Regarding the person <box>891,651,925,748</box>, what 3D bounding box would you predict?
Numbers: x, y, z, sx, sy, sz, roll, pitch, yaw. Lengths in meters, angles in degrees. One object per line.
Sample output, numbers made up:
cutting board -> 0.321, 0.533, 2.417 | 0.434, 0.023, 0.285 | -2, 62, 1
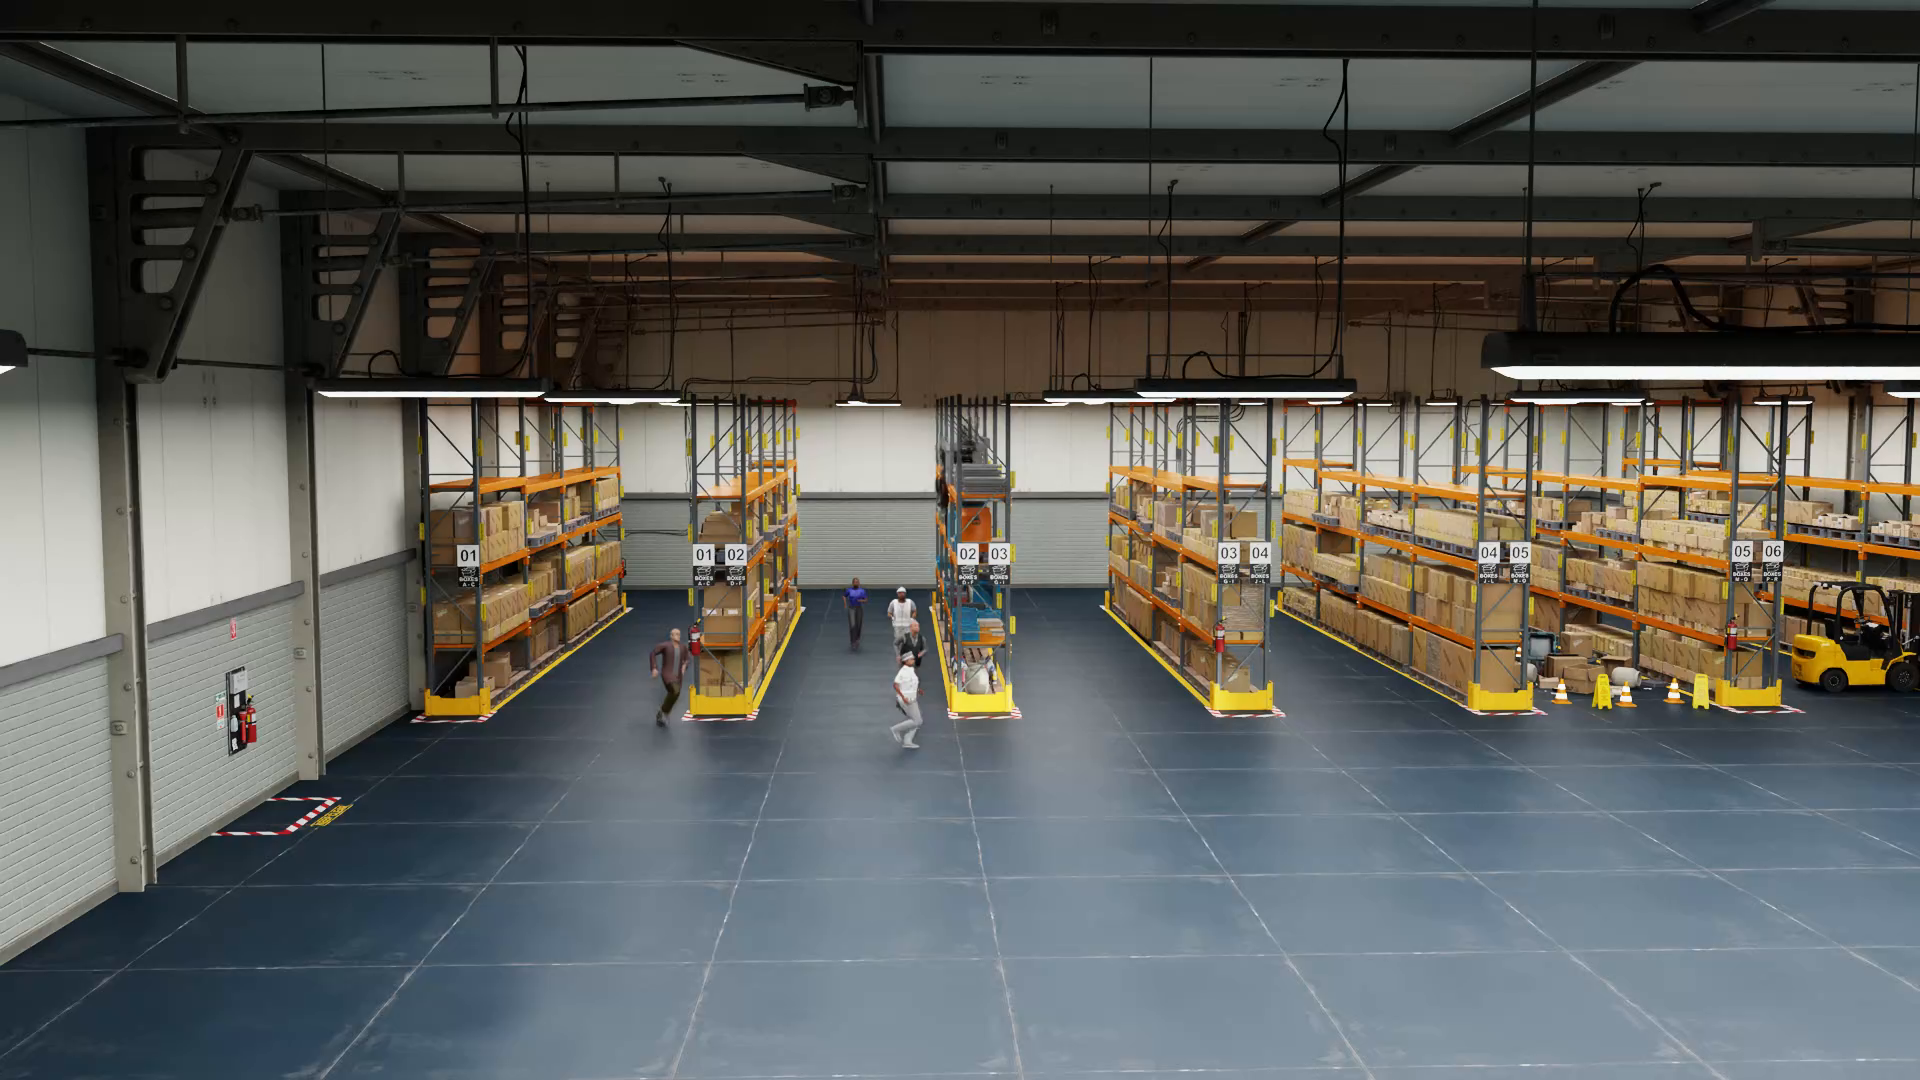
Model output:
person -> -0.870, 2.691, 28.052 | 0.566, 1.654, 0.588 | 1, 5, 12

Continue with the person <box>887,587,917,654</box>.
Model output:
person -> -1.284, 1.926, 37.092 | 0.669, 1.737, 0.589 | 0, 5, -4

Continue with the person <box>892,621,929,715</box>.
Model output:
person -> -0.923, 2.408, 31.518 | 0.626, 1.758, 0.705 | -3, 5, -31

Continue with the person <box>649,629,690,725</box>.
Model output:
person -> -5.201, 2.475, 30.204 | 0.705, 1.716, 0.666 | -4, 6, -43

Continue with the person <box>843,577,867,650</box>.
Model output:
person -> -2.510, 1.753, 39.944 | 0.549, 1.717, 0.781 | -1, 5, -11
